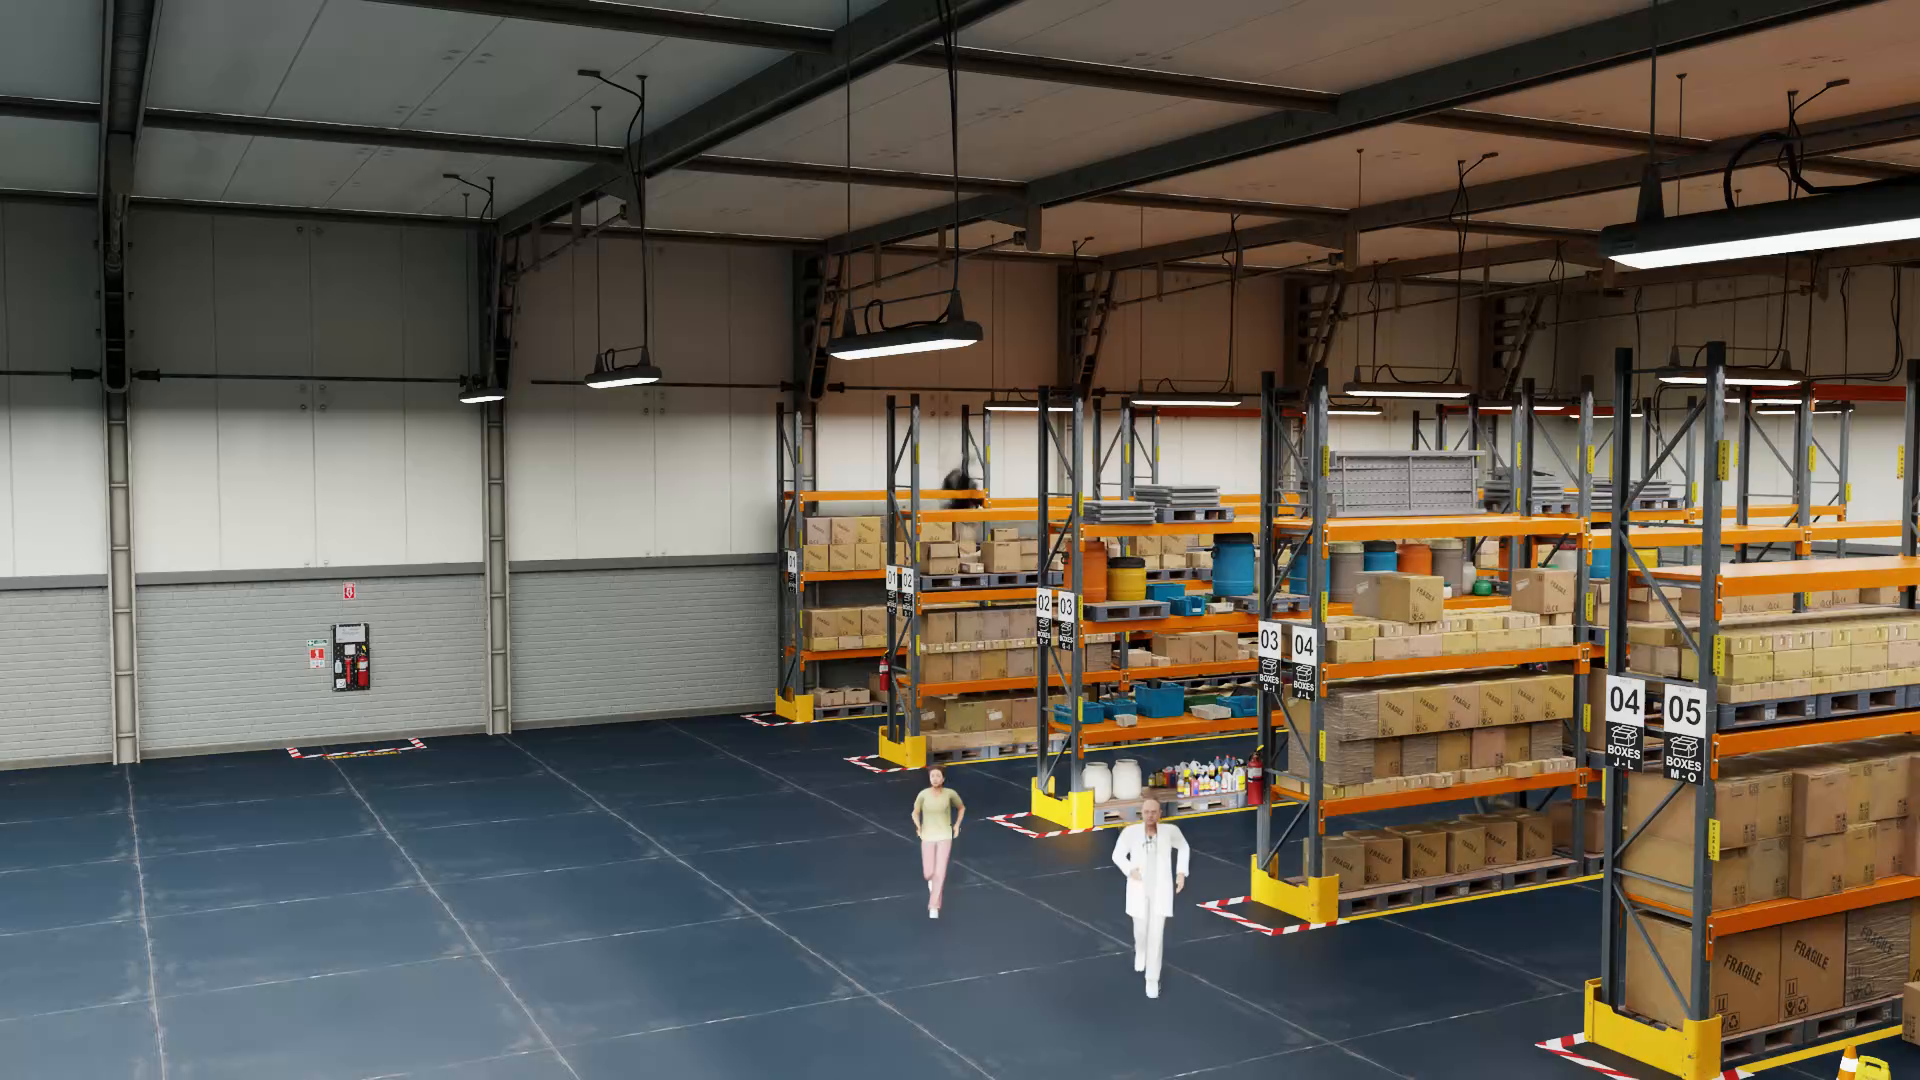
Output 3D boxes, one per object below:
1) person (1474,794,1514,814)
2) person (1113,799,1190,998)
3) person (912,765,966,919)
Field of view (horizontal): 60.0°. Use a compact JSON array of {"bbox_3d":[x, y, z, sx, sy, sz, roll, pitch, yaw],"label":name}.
[{"bbox_3d":[7.090,3.136,22.120,0.680,1.548,0.542,-2,4,-29],"label":"person"},{"bbox_3d":[1.830,3.368,15.954,0.732,1.794,0.938,0,3,9],"label":"person"},{"bbox_3d":[-0.241,3.316,18.447,0.593,1.623,0.806,0,3,3],"label":"person"}]
